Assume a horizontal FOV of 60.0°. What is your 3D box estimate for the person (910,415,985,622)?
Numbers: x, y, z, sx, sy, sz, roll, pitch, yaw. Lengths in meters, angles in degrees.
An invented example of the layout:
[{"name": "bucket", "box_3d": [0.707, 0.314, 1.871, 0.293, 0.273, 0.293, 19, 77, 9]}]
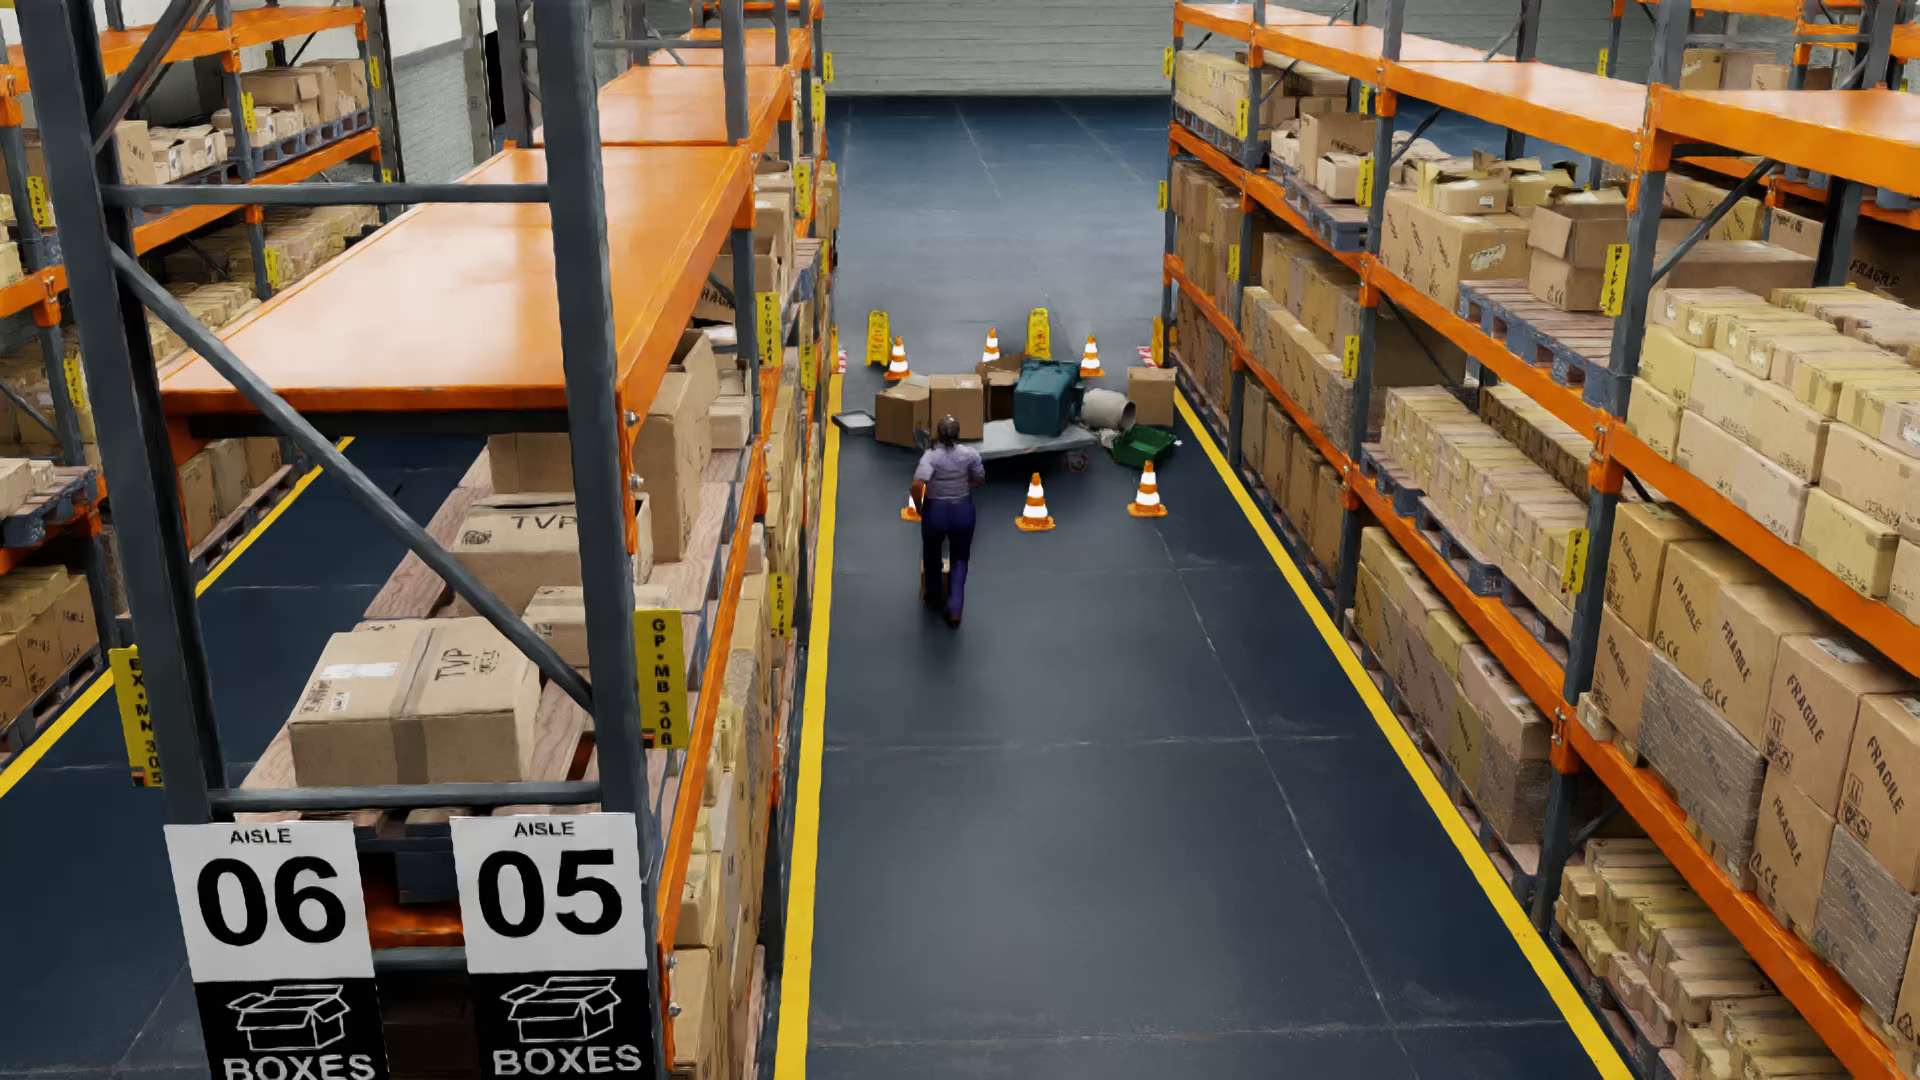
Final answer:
[{"name": "person", "box_3d": [-0.102, -0.189, 12.480, 0.566, 1.626, 0.799, -1, 21, -3]}]
